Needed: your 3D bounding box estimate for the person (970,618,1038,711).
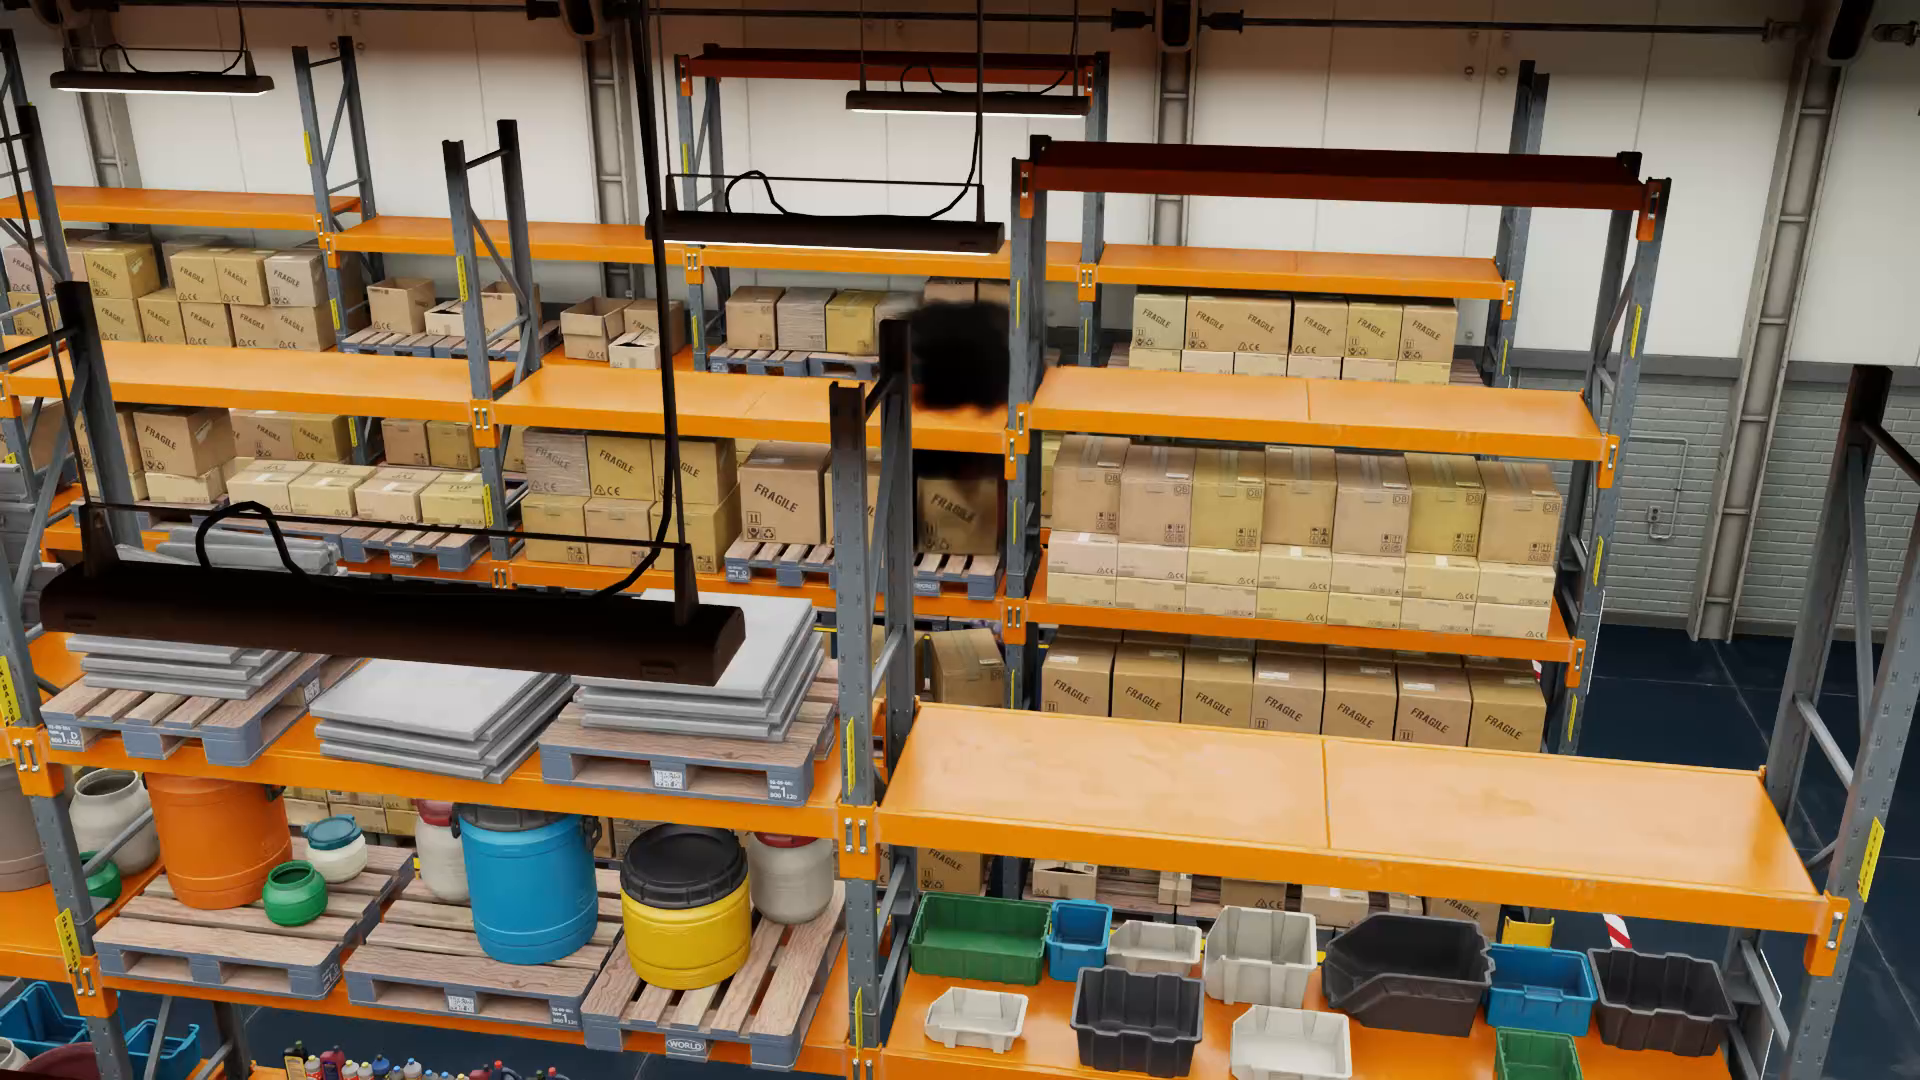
[{"bbox_3d":[0.321,1.137,15.810,0.815,1.594,0.635,-12,26,-26],"label":"person"}]
